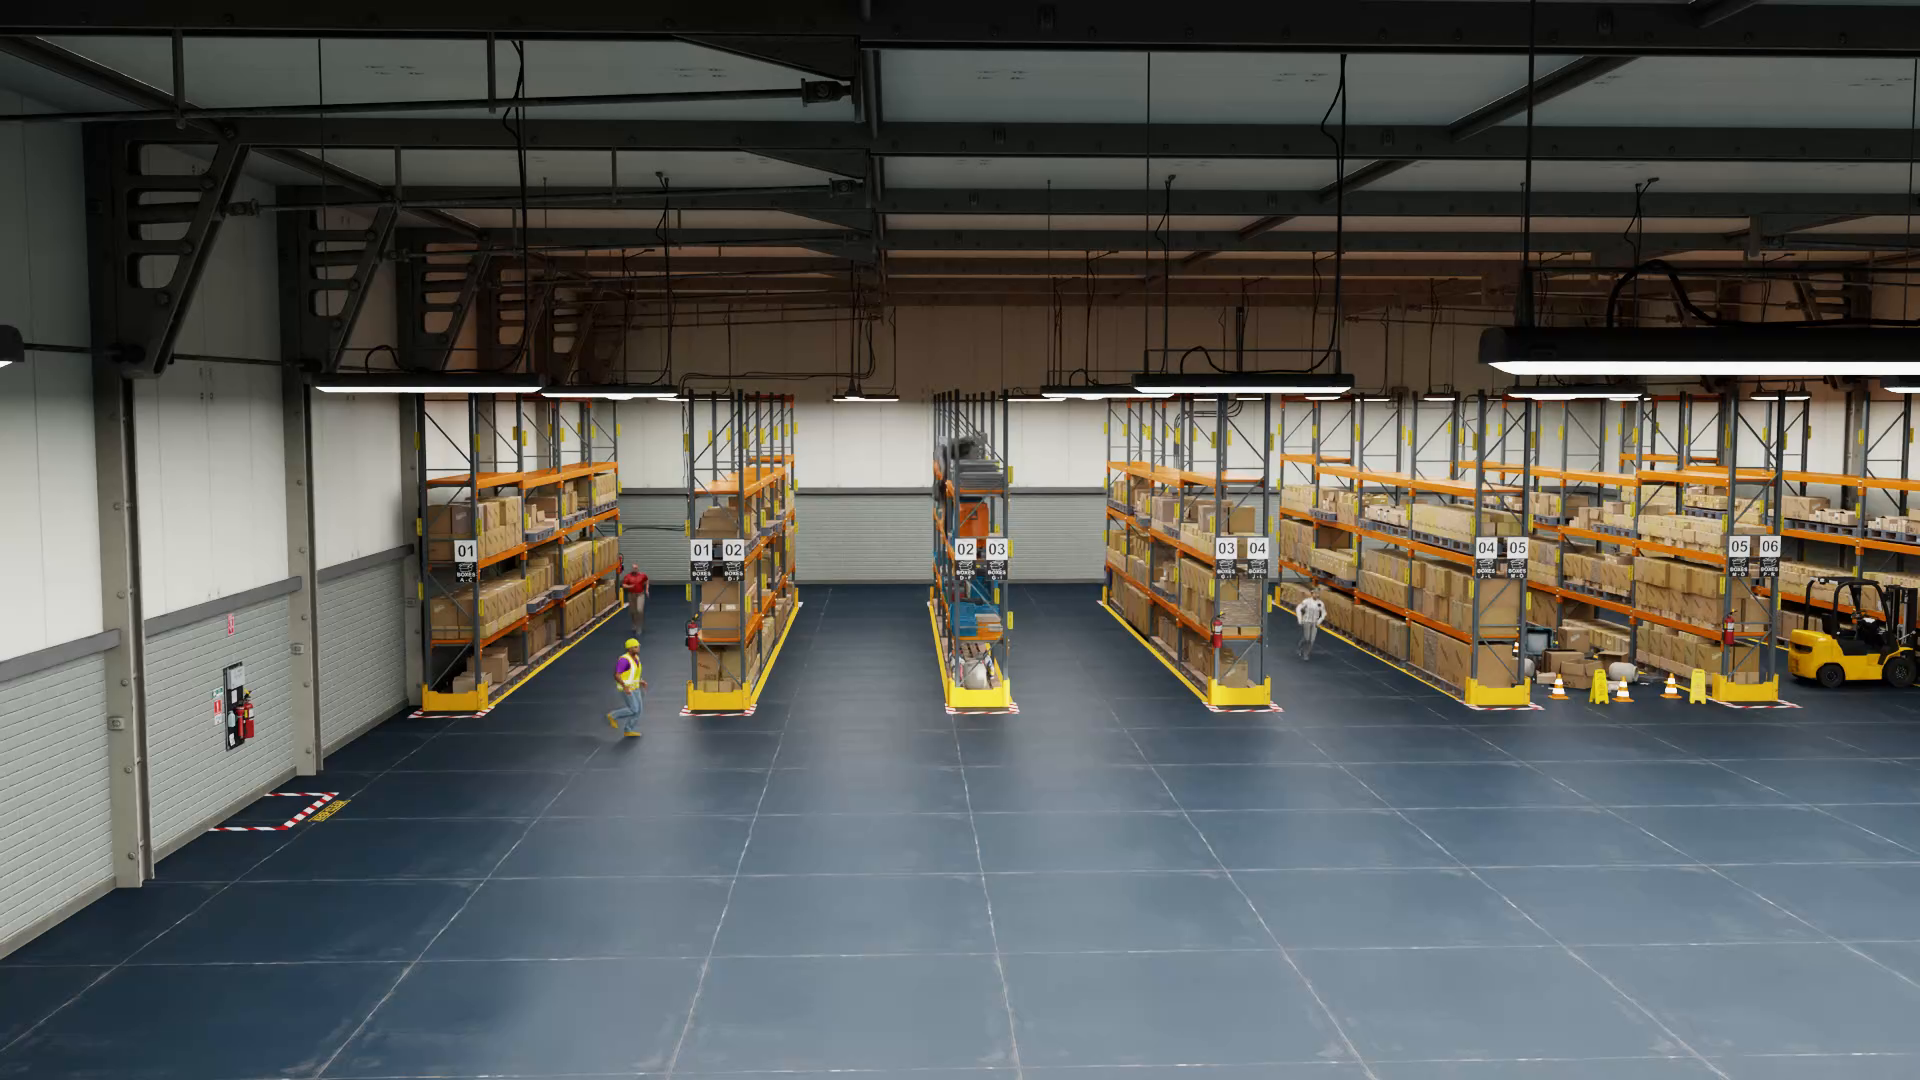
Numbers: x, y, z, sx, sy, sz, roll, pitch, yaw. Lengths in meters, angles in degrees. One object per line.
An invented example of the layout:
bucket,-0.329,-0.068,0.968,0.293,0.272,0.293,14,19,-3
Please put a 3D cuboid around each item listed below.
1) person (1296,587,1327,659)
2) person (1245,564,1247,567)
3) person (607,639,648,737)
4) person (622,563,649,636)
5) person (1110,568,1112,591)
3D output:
person,7.919,1.861,37.379,0.648,1.637,0.503,-1,5,-6
person,8.802,0.814,50.140,0.589,1.684,0.692,2,5,25
person,-5.751,2.541,28.645,0.603,1.699,0.689,2,5,18
person,-8.107,1.473,41.569,0.621,1.790,0.890,0,5,-5
person,4.714,0.902,50.073,0.646,1.482,0.843,-3,6,-37
